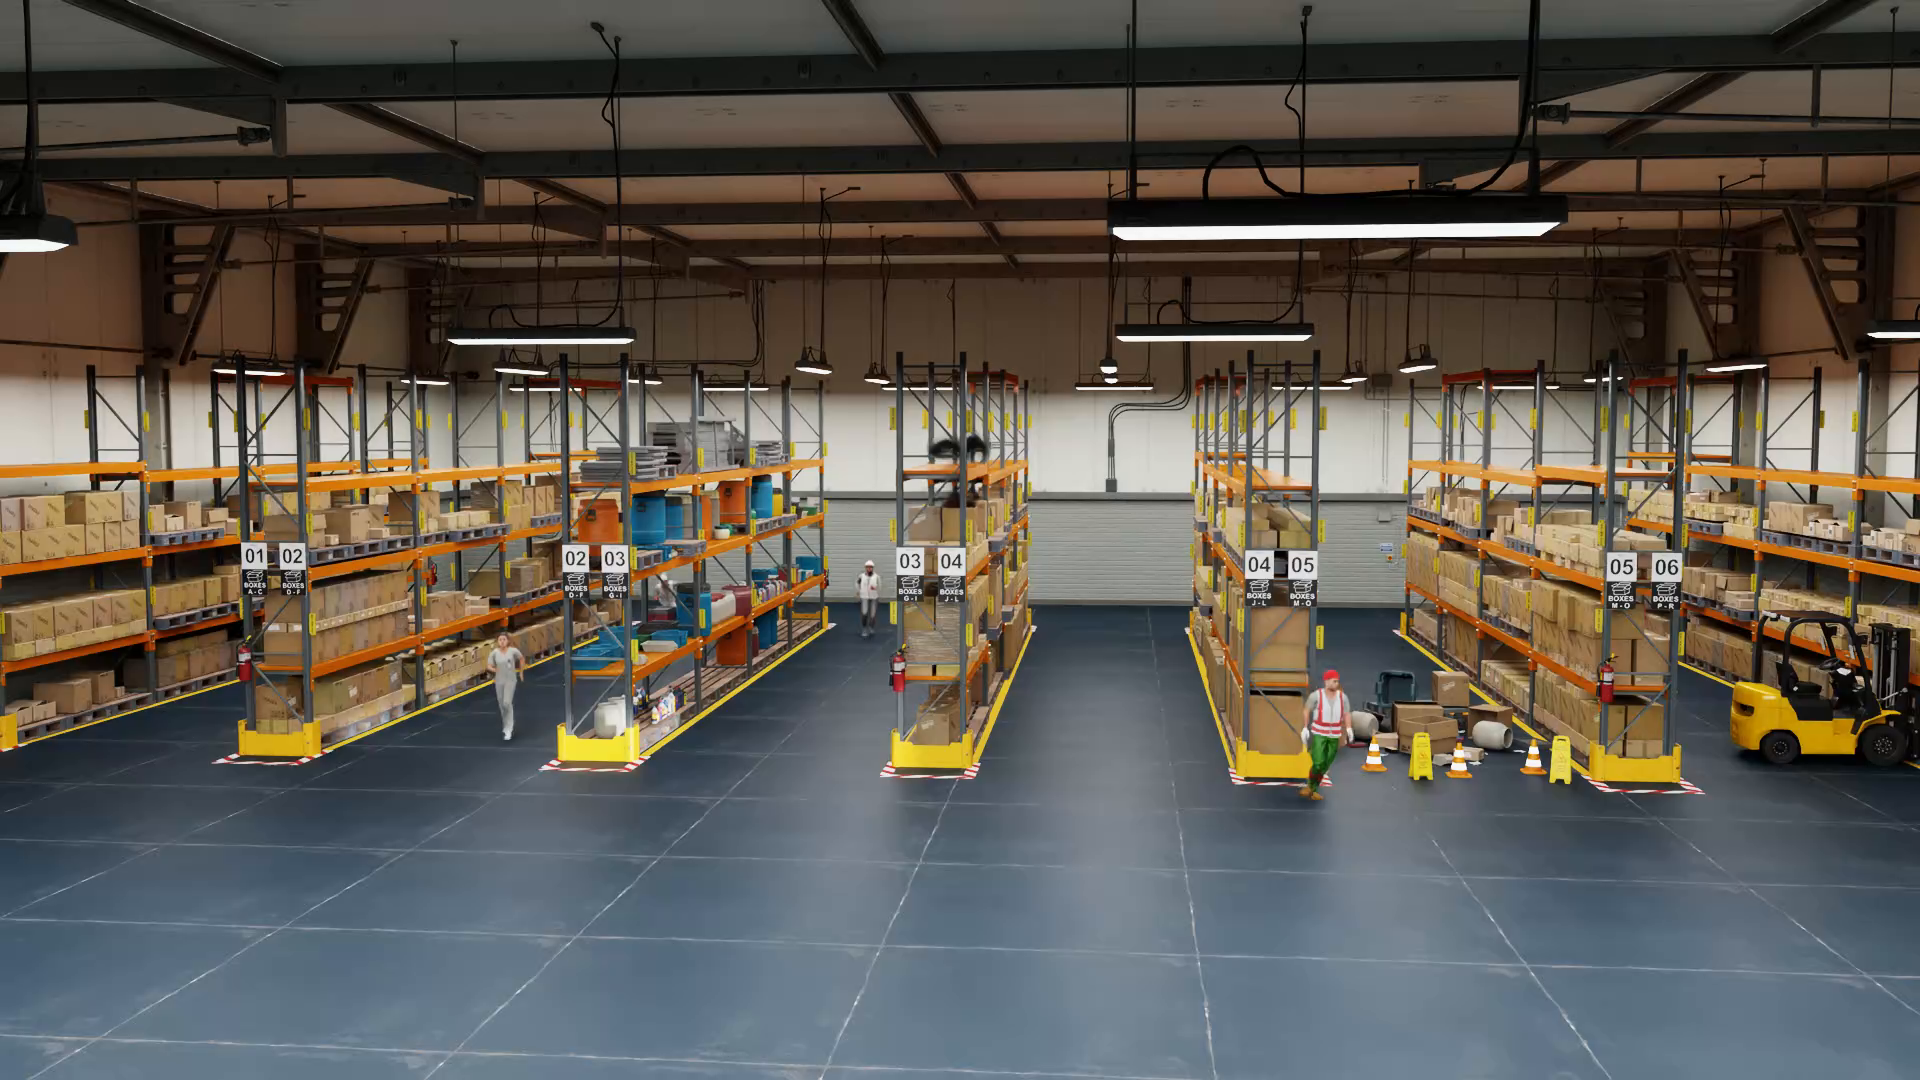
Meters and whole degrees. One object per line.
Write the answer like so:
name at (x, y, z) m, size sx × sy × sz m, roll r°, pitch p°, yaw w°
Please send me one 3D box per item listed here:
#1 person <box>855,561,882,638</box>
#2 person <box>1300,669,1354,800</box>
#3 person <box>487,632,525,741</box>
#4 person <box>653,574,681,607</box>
person at (-2.119, 1.378, 38.638) m, size 0.635 × 1.799 × 0.726 m, roll 0°, pitch 4°, yaw -4°
person at (4.806, 2.567, 21.782) m, size 0.654 × 1.755 × 0.692 m, roll -1°, pitch 4°, yaw -13°
person at (-7.189, 2.301, 26.301) m, size 0.506 × 1.713 × 0.817 m, roll 0°, pitch 4°, yaw 1°
person at (-6.741, 1.507, 38.539) m, size 0.698 × 1.480 × 0.989 m, roll 0°, pitch 4°, yaw -7°
